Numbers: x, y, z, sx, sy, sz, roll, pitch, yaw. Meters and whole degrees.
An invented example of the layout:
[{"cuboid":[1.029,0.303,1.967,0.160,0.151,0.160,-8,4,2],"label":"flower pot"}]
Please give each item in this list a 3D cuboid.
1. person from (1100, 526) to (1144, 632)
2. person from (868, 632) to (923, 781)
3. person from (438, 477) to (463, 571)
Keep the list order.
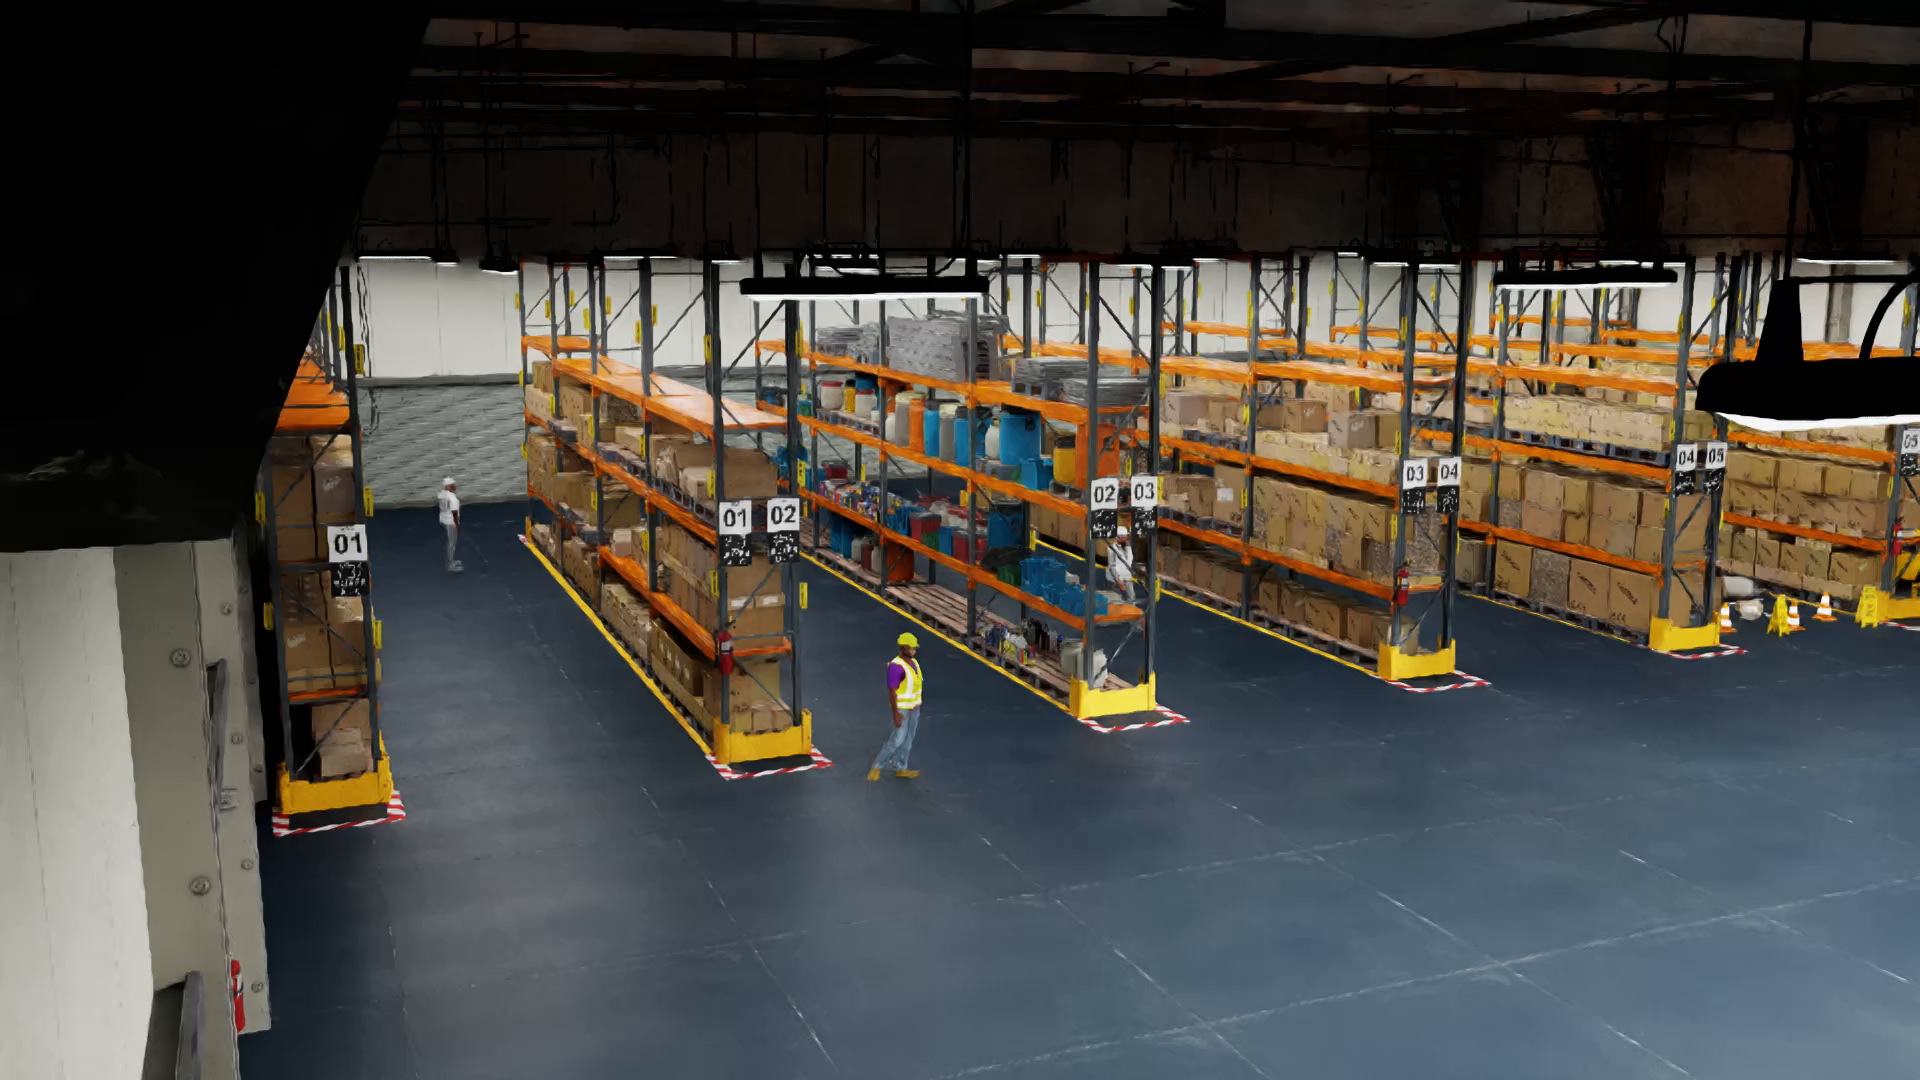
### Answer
[{"cuboid":[2.581,0.616,26.863,0.537,1.715,1.028,-6,12,-31],"label":"person"},{"cuboid":[-0.748,1.957,19.459,0.529,1.759,0.747,5,12,26],"label":"person"},{"cuboid":[-9.716,-0.331,31.834,0.464,1.771,0.645,-9,14,-42],"label":"person"}]
